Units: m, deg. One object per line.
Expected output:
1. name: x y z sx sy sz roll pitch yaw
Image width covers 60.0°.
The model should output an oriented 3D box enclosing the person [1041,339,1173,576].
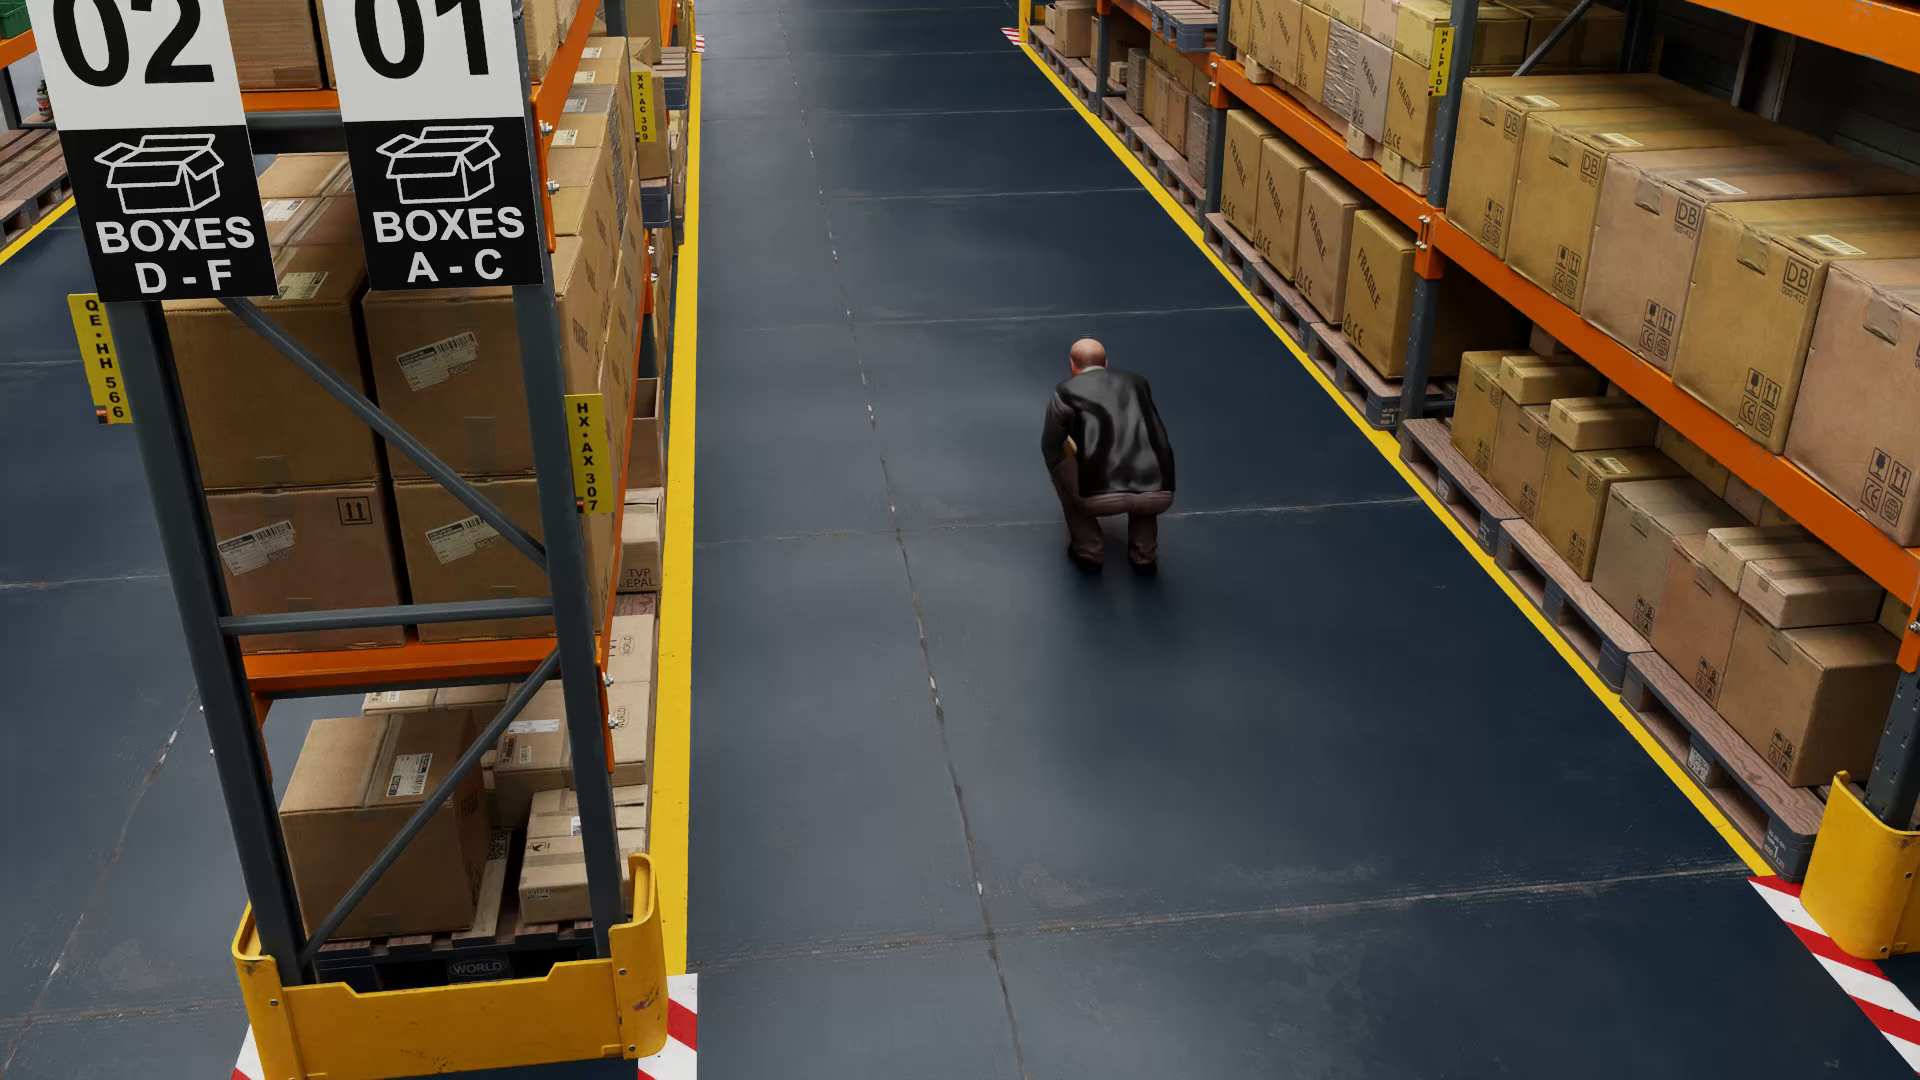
1. person: 0.677 -0.372 7.703 0.544 0.977 0.852 -4 27 -7
